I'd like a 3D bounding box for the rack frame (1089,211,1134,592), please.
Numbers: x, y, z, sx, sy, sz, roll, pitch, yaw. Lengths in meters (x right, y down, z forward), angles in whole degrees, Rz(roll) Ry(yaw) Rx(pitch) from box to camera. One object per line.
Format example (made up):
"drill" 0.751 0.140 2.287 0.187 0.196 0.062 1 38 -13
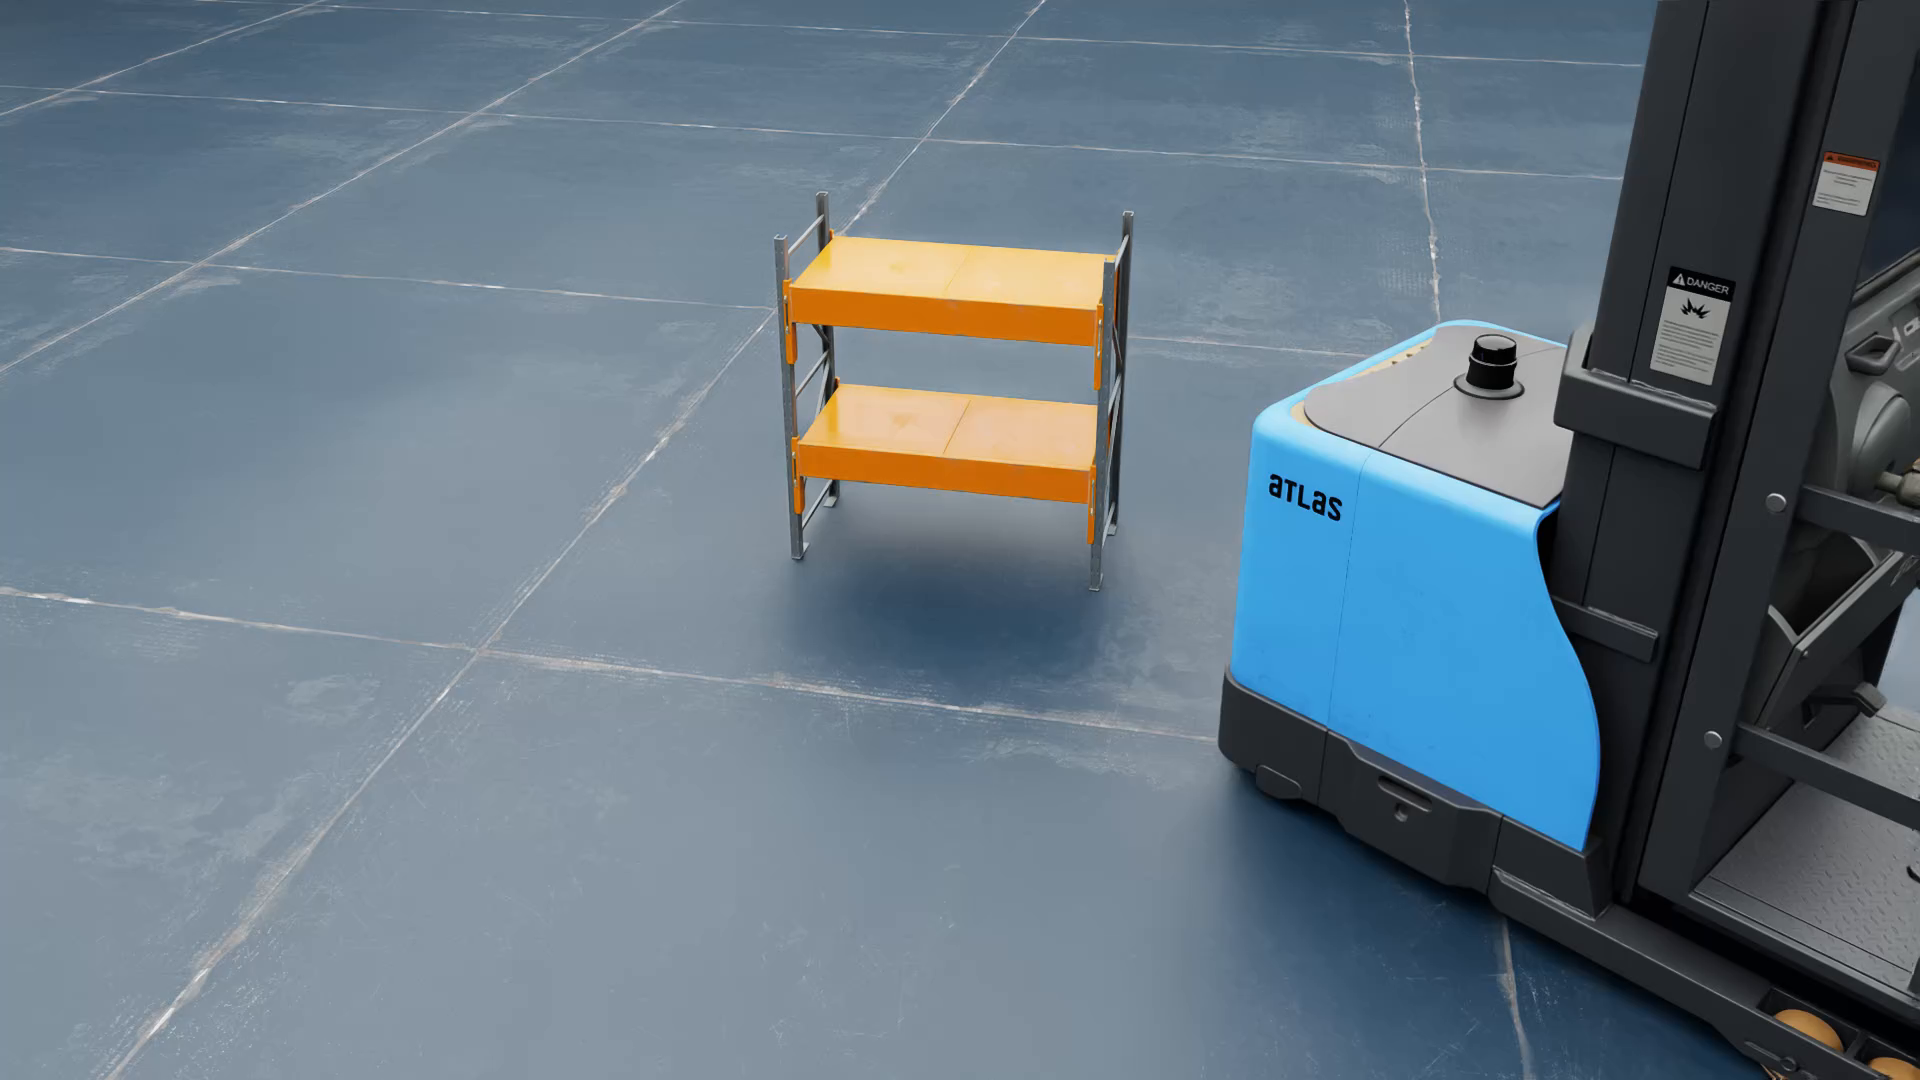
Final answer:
"rack frame" 0.491 -0.443 5.388 0.032 1.125 0.500 6 29 11

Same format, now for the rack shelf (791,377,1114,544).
"rack shelf" -0.007 -0.280 5.599 1.000 0.278 0.538 6 29 11

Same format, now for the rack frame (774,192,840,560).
"rack frame" -0.504 -0.545 5.574 0.032 1.125 0.500 6 29 11

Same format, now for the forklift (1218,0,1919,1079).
"forklift" 2.102 -0.316 3.276 1.130 2.935 3.031 -25 38 -38

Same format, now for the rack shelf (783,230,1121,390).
"rack shelf" -0.007 -0.751 5.341 1.000 0.278 0.538 6 29 11

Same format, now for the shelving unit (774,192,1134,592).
"shelving unit" -0.007 -0.494 5.481 1.048 1.125 0.538 6 29 11
